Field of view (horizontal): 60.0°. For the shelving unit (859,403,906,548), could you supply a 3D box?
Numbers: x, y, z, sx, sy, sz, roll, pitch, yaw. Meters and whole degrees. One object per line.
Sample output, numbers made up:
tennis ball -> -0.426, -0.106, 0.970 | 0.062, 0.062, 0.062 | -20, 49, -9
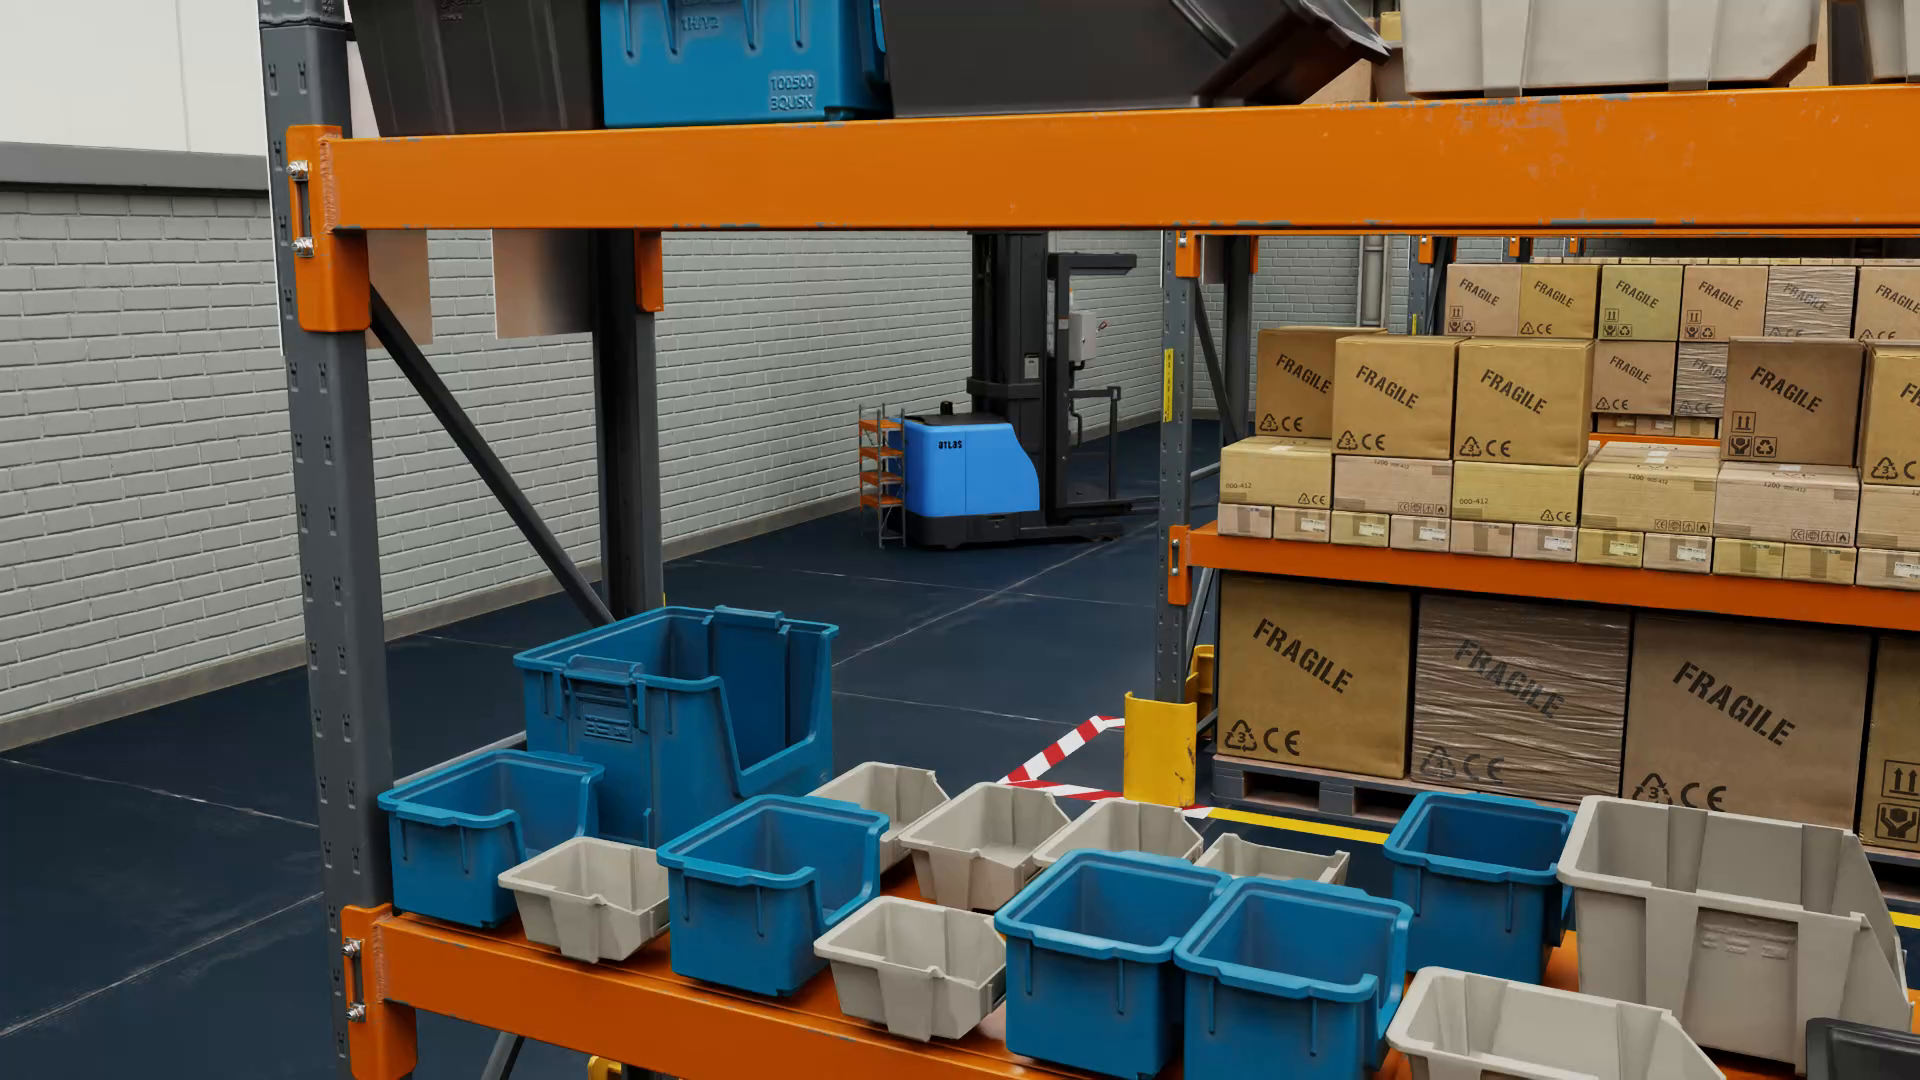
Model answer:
shelving unit -> -0.680, -0.569, 14.501 | 0.258, 1.200, 0.503 | -4, 11, -22

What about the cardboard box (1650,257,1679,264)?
cardboard box -> 6.725, -2.614, 15.840 | 0.250, 0.149, 0.380 | 5, 11, 26

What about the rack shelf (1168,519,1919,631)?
rack shelf -> 2.986, 0.191, 7.275 | 4.000, 0.370, 1.077 | 5, 11, 26

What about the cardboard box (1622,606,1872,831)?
cardboard box -> 3.416, 0.697, 7.241 | 0.875, 0.875, 0.875 | 5, 11, 26

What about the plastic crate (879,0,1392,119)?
plastic crate -> 0.249, -0.811, 2.541 | 0.767, 0.338, 0.504 | 5, 11, 26

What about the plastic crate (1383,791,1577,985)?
plastic crate -> 0.956, 0.644, 3.052 | 0.300, 0.233, 0.416 | 5, 11, 26

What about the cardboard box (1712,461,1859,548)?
cardboard box -> 3.344, -0.152, 6.732 | 0.500, 0.250, 0.500 | 5, 12, 27

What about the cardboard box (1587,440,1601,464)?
cardboard box -> 2.655, -0.318, 7.649 | 0.500, 0.250, 0.500 | 5, 11, 24

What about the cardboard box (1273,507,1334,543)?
cardboard box -> 1.595, -0.097, 7.547 | 0.250, 0.149, 0.380 | 5, 11, 25

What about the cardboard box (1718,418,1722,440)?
cardboard box -> 5.271, -0.763, 11.230 | 0.250, 0.149, 0.380 | 5, 12, 27

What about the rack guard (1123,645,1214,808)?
rack guard -> 1.171, 0.907, 8.314 | 0.348, 0.500, 1.175 | 5, 11, 26

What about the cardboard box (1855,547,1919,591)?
cardboard box -> 3.669, 0.085, 6.541 | 0.250, 0.149, 0.380 | 5, 12, 27

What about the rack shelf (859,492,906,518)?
rack shelf -> -0.679, -0.307, 14.549 | 0.258, 0.148, 0.480 | -4, 11, -22

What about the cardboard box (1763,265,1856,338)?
cardboard box -> 5.605, -1.554, 10.970 | 0.500, 0.500, 0.500 | 5, 12, 27

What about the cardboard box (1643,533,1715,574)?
cardboard box -> 2.981, 0.025, 6.877 | 0.250, 0.149, 0.380 | 5, 12, 27

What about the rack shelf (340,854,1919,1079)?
rack shelf -> 0.794, 0.982, 2.904 | 4.000, 0.370, 1.077 | 5, 11, 26

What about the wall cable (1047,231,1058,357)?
wall cable -> 1.127, -3.072, 20.427 | 0.122, 1.984, 0.588 | 5, 11, 26

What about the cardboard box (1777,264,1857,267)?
cardboard box -> 5.858, -1.635, 11.419 | 0.500, 0.500, 0.500 | 5, 12, 27

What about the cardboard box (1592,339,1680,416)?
cardboard box -> 4.683, -1.143, 11.505 | 0.500, 0.500, 0.500 | 5, 11, 27

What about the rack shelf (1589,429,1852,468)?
rack shelf -> 5.271, -0.594, 11.607 | 4.000, 0.370, 1.077 | 5, 11, 26

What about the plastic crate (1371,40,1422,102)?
plastic crate -> 0.964, -0.753, 2.786 | 0.530, 0.136, 0.437 | 5, 11, 26

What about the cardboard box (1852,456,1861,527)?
cardboard box -> 4.030, -0.197, 6.983 | 0.500, 0.250, 0.500 | 5, 11, 26

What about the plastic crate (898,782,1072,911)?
plastic crate -> 0.066, 0.631, 3.394 | 0.243, 0.136, 0.396 | 5, 11, 26

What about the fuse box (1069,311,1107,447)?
fuse box -> 1.570, -2.034, 21.166 | 0.414, 1.711, 0.539 | 5, 11, 26

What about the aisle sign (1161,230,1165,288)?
aisle sign -> 0.995, -1.558, 7.616 | 0.004, 0.787, 0.394 | 5, 11, 26

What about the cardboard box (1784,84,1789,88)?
cardboard box -> 3.165, -1.946, 6.896 | 0.500, 0.500, 0.700 | 6, 12, 28

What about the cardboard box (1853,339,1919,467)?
cardboard box -> 4.025, -0.566, 6.915 | 0.500, 0.500, 0.500 | 5, 11, 26

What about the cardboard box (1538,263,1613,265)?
cardboard box -> 4.452, -1.757, 12.089 | 0.500, 0.500, 0.500 | 5, 11, 24

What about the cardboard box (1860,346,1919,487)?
cardboard box -> 3.801, -0.481, 6.446 | 0.500, 0.500, 0.500 | 5, 11, 26

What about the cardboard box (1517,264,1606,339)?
cardboard box -> 4.218, -1.676, 11.646 | 0.500, 0.500, 0.500 | 5, 12, 27

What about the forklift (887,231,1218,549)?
forklift -> 0.913, -1.509, 14.840 | 3.031, 2.935, 1.130 | -4, 11, -22

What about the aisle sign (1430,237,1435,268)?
aisle sign -> 3.545, -2.438, 12.479 | 0.004, 0.787, 0.394 | 5, 11, 26

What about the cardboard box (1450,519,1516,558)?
cardboard box -> 2.287, -0.036, 7.212 | 0.250, 0.149, 0.380 | 5, 11, 25

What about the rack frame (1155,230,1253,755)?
rack frame -> 1.192, -0.321, 8.081 | 0.127, 3.000, 1.000 | 5, 11, 26

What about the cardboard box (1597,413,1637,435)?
cardboard box -> 4.613, -0.837, 11.636 | 0.250, 0.149, 0.380 | 5, 11, 25

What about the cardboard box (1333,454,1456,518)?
cardboard box -> 1.972, -0.273, 7.400 | 0.500, 0.250, 0.500 | 5, 11, 25

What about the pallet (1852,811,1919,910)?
pallet -> 4.132, 1.294, 6.988 | 1.213, 0.211, 1.003 | 5, 11, 26

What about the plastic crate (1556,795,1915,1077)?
plastic crate -> 1.300, 0.664, 2.802 | 0.530, 0.282, 0.437 | 5, 11, 26

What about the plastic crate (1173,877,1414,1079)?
plastic crate -> 0.526, 0.722, 2.618 | 0.300, 0.233, 0.416 | 5, 11, 26

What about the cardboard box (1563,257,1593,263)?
cardboard box -> 6.040, -2.683, 16.220 | 0.250, 0.149, 0.380 | 5, 12, 27

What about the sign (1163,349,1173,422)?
sign -> 0.941, -0.698, 7.510 | 0.005, 0.325, 0.100 | 5, 11, 26

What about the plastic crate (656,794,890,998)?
plastic crate -> -0.333, 0.647, 3.035 | 0.300, 0.233, 0.416 | 5, 11, 26

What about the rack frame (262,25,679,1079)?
rack frame -> -0.999, 0.470, 3.711 | 0.127, 3.000, 1.000 | 5, 11, 26

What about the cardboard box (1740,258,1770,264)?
cardboard box -> 7.402, -2.550, 15.488 | 0.250, 0.149, 0.380 | 5, 11, 26

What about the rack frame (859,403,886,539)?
rack frame -> -0.773, -0.609, 14.723 | 0.240, 1.200, 0.015 | -4, 11, -22

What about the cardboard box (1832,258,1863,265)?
cardboard box -> 8.105, -2.499, 15.204 | 0.250, 0.149, 0.380 | 5, 11, 25
